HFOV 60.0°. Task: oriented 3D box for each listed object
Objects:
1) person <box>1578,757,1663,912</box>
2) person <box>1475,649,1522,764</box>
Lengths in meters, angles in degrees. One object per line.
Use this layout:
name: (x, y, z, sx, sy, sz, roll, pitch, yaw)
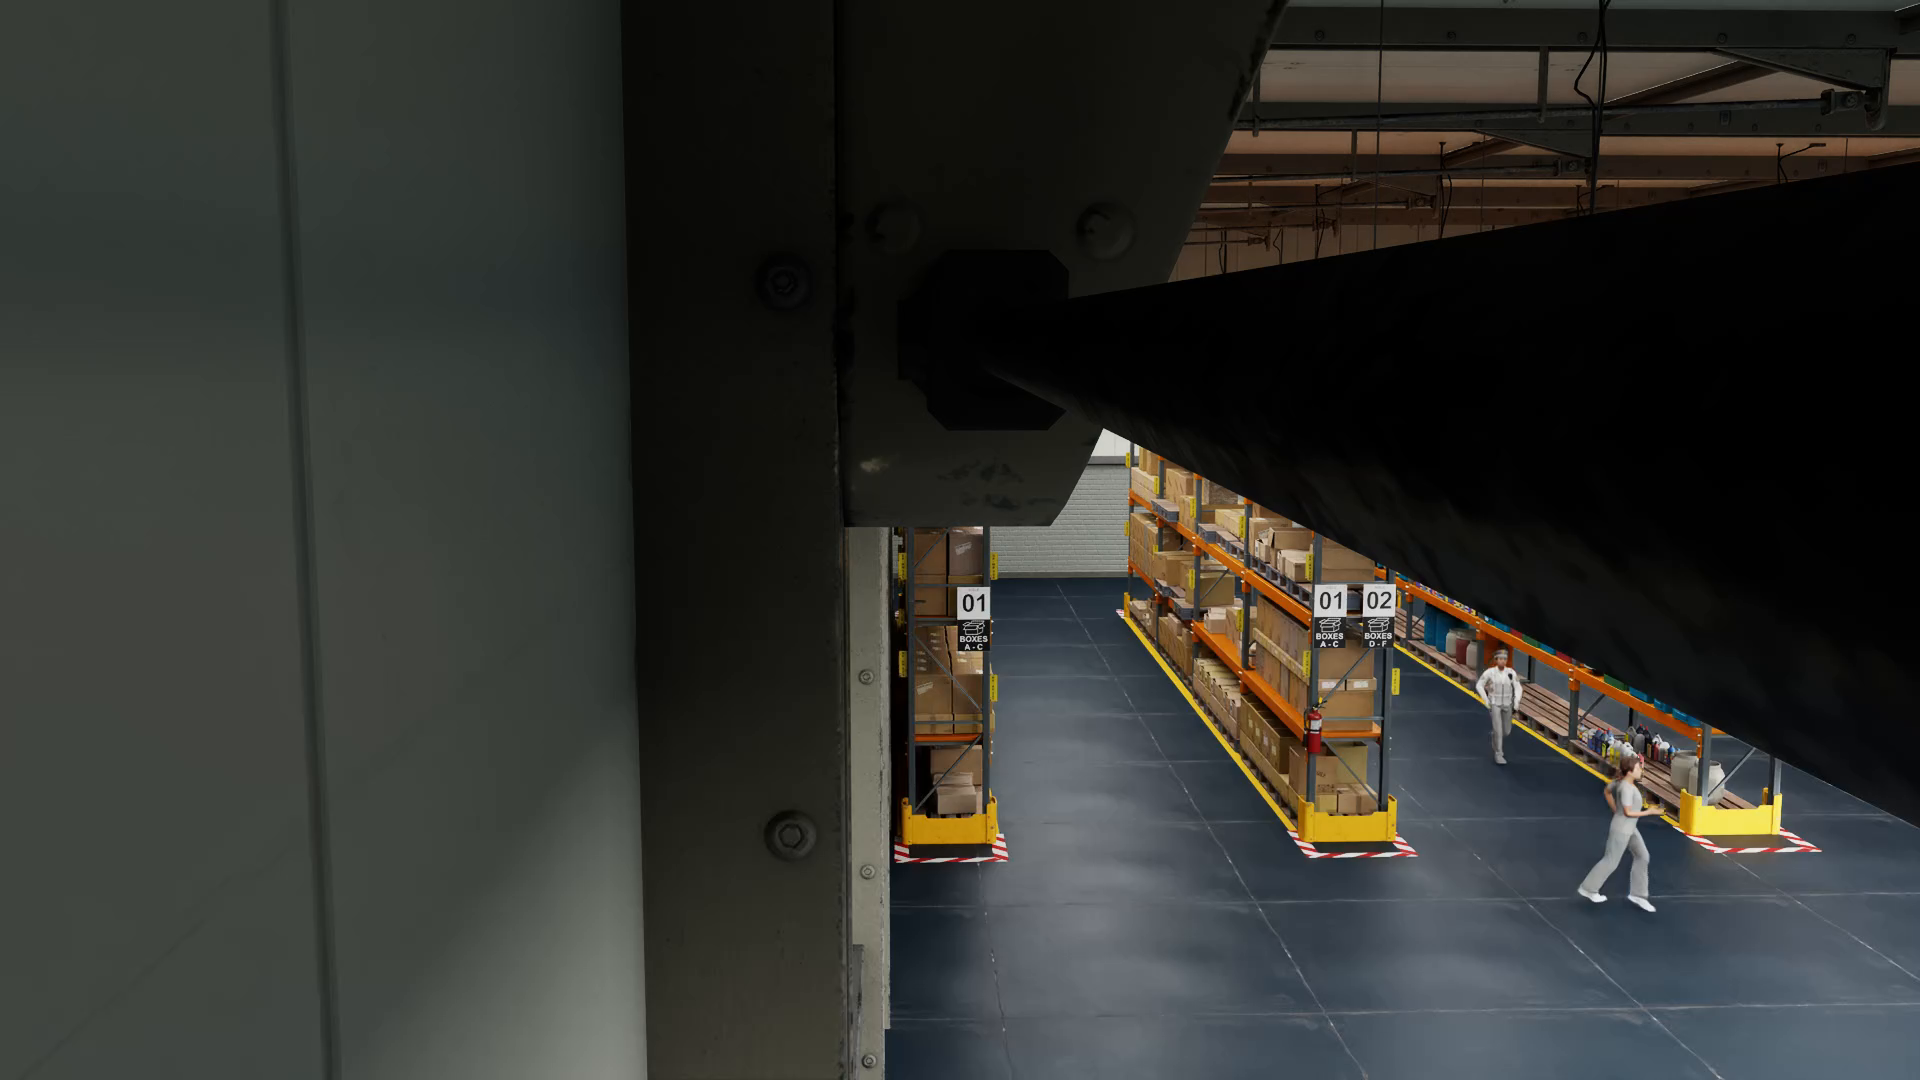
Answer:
person: (7.196, 3.193, 18.096, 0.825, 1.713, 0.511, 4, 8, 26)
person: (7.877, 2.394, 24.330, 0.654, 1.652, 0.739, 0, 7, 0)
